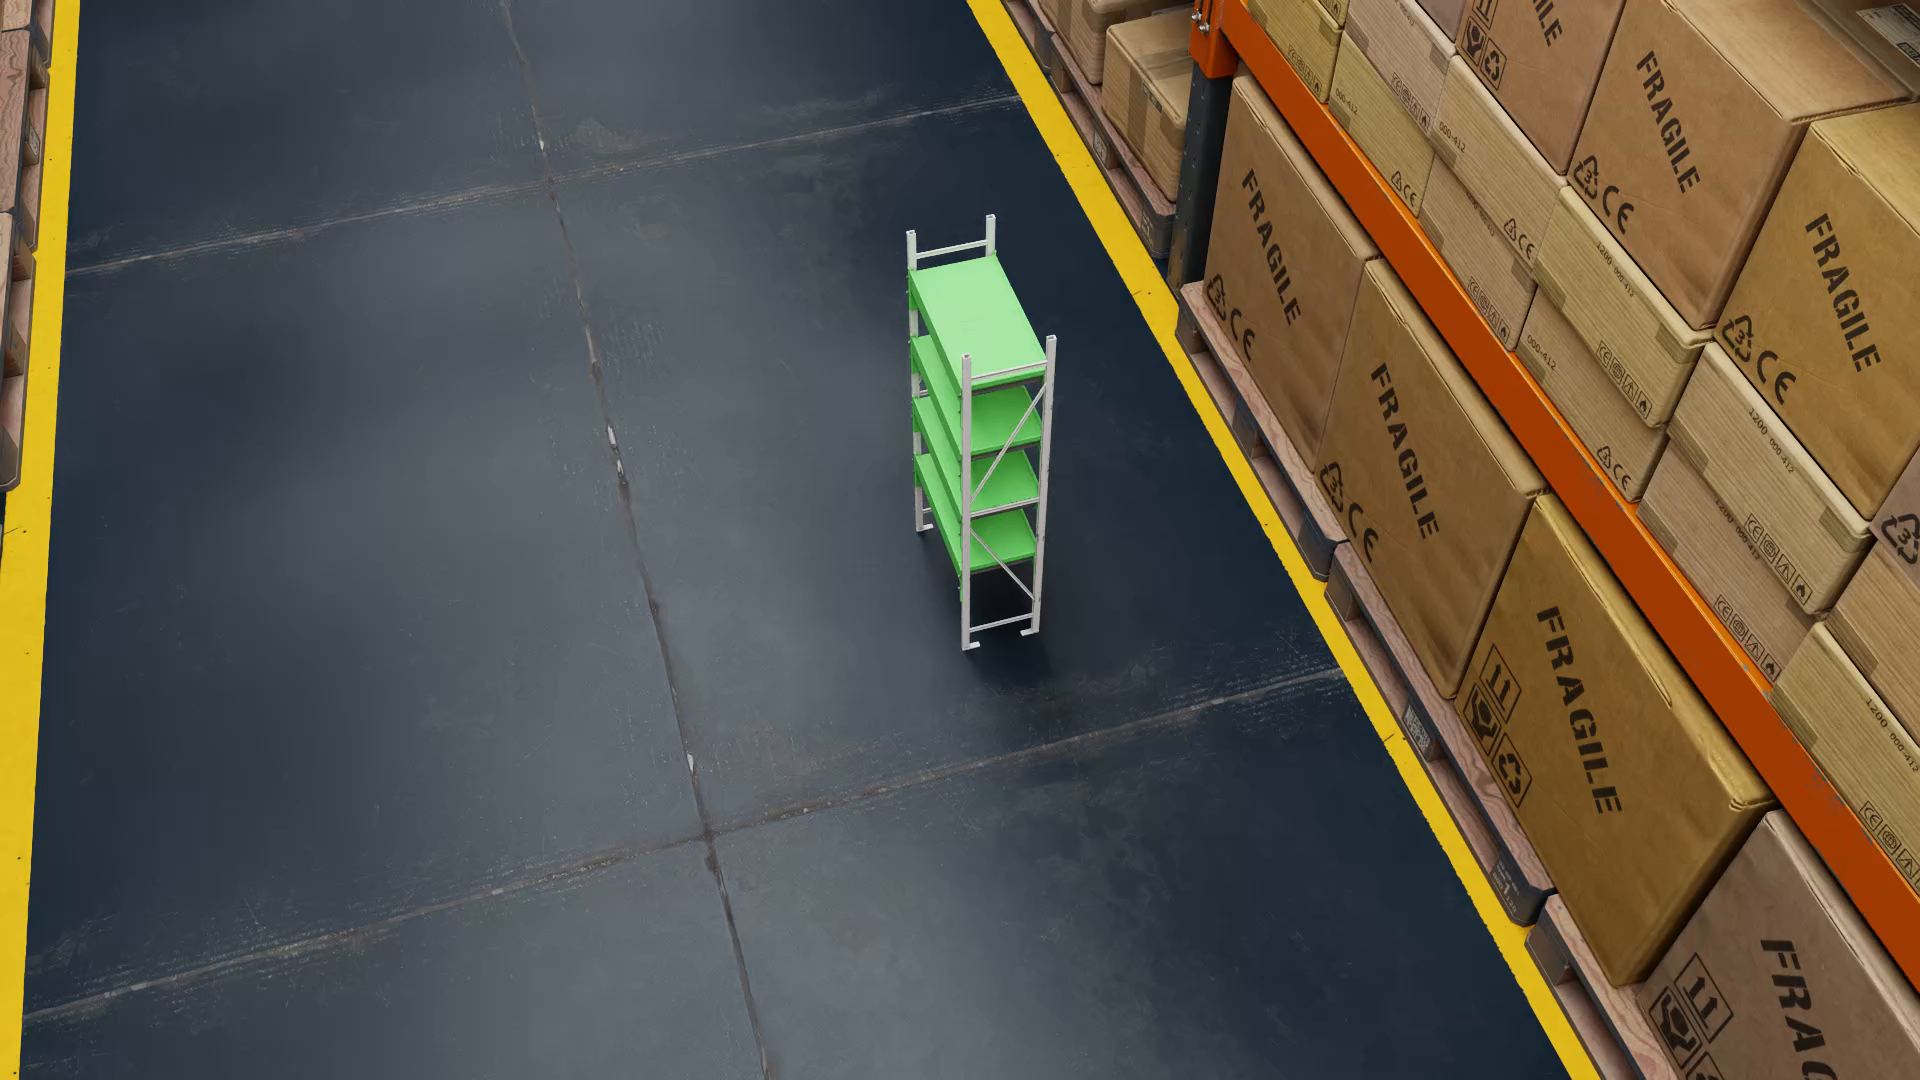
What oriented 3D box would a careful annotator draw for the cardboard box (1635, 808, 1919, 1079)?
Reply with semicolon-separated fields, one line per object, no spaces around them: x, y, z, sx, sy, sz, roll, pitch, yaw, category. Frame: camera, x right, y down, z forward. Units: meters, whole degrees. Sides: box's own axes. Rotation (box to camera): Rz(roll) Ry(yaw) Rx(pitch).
2.167;1.064;3.506;0.875;0.875;0.875;-12;51;-10;cardboard box

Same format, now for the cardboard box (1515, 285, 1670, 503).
1.615;-0.395;3.719;0.500;0.250;0.500;-13;51;-11;cardboard box

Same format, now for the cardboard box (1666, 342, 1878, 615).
1.750;-0.171;3.203;0.500;0.250;0.500;-12;51;-10;cardboard box

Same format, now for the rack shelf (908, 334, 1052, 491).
0.049;-0.379;4.555;0.258;0.148;0.480;-13;51;-11;rack shelf

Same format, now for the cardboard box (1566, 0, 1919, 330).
1.596;-0.801;3.244;0.500;0.500;0.500;-13;51;-10;cardboard box

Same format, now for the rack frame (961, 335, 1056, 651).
0.121;-0.088;4.539;0.240;1.200;0.015;-13;51;-11;rack frame

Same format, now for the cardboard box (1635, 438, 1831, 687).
1.772;-0.018;3.402;0.500;0.250;0.500;-15;51;-12;cardboard box

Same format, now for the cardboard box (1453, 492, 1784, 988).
1.892;0.406;4.061;0.875;0.875;0.875;-12;51;-10;cardboard box

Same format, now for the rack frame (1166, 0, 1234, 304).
1.243;-1.972;4.951;1.000;3.000;0.127;-13;51;-11;rack frame

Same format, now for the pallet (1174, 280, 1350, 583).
1.405;-0.481;5.517;1.003;0.211;1.213;-13;51;-11;pallet

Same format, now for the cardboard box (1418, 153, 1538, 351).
1.466;-0.754;4.022;0.500;0.250;0.500;-12;51;-10;cardboard box

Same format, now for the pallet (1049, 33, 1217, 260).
1.014;-1.645;6.498;1.003;0.211;1.213;-13;51;-11;pallet

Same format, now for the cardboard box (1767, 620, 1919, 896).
1.903;0.355;3.087;0.500;0.250;0.500;-14;51;-11;cardboard box

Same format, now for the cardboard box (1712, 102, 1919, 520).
1.763;-0.426;2.928;0.500;0.500;0.500;-12;51;-10;cardboard box

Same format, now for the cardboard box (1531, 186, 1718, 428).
1.582;-0.541;3.515;0.500;0.250;0.500;-13;51;-10;cardboard box

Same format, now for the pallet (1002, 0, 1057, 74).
0.657;-2.534;7.248;1.003;0.211;1.213;-13;51;-11;pallet

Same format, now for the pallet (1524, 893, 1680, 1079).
2.126;1.301;4.015;1.003;0.211;1.213;-13;51;-11;pallet

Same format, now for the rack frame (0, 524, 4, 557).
-3.497;-0.847;4.002;1.000;3.000;0.127;-13;51;-11;rack frame

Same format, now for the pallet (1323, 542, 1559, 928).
1.762;0.409;4.767;1.003;0.211;1.213;-13;51;-11;pallet

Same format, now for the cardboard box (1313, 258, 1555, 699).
1.628;-0.247;4.612;0.875;0.875;0.875;-13;51;-11;cardboard box

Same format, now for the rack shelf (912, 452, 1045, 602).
0.049;-0.070;4.922;0.258;0.148;0.480;-13;51;-11;rack shelf

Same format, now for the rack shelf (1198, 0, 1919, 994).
1.835;-0.280;3.994;1.077;0.370;4.000;-13;51;-11;rack shelf

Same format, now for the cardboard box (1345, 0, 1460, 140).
1.309;-1.281;4.140;0.500;0.250;0.500;-12;51;-10;cardboard box

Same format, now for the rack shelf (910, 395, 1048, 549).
0.049;-0.225;4.738;0.258;0.148;0.480;-13;51;-11;rack shelf

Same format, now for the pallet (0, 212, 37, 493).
-3.703;-0.559;5.583;1.003;0.211;1.213;-13;51;-11;pallet

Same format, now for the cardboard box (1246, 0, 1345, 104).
1.148;-1.510;4.659;0.500;0.250;0.500;-14;51;-12;cardboard box

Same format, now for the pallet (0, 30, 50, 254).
-4.060;-1.448;6.333;1.003;0.211;1.213;-13;51;-11;pallet

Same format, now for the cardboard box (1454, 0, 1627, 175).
1.450;-1.170;3.555;0.500;0.500;0.500;-12;51;-10;cardboard box

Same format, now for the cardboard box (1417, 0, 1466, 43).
1.312;-1.551;3.876;0.500;0.500;0.500;-13;51;-11;cardboard box

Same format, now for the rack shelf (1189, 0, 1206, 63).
0.652;-3.201;6.457;1.077;0.370;4.000;-13;51;-11;rack shelf

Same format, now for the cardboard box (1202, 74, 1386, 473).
1.368;-0.900;5.162;0.875;0.875;0.875;-14;51;-11;cardboard box

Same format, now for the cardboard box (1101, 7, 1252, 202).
1.086;-1.676;6.145;0.950;0.372;0.625;-16;52;-13;cardboard box

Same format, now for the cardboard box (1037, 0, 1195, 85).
0.860;-2.213;6.598;0.950;0.372;0.625;-14;51;-12;cardboard box

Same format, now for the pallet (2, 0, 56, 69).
-4.425;-2.341;7.085;1.003;0.211;1.213;-13;51;-11;pallet

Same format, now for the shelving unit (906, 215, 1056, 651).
0.049;-0.266;4.689;0.258;1.200;0.503;-13;51;-11;shelving unit

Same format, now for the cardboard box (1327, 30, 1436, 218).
1.317;-1.139;4.346;0.500;0.250;0.500;-15;51;-12;cardboard box

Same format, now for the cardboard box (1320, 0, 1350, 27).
1.157;-1.659;4.458;0.500;0.250;0.500;-14;51;-11;cardboard box

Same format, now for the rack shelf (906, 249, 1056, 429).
0.049;-0.534;4.371;0.258;0.148;0.480;-13;51;-11;rack shelf

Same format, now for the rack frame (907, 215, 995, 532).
-0.023;-0.444;4.840;0.240;1.200;0.015;-13;51;-11;rack frame

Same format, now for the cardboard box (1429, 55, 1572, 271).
1.445;-0.915;3.830;0.500;0.250;0.500;-13;51;-11;cardboard box

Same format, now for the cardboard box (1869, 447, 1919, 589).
1.894;-0.051;2.612;0.500;0.500;0.500;-12;51;-10;cardboard box

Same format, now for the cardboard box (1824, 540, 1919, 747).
1.909;0.206;2.886;0.500;0.250;0.500;-12;51;-10;cardboard box
